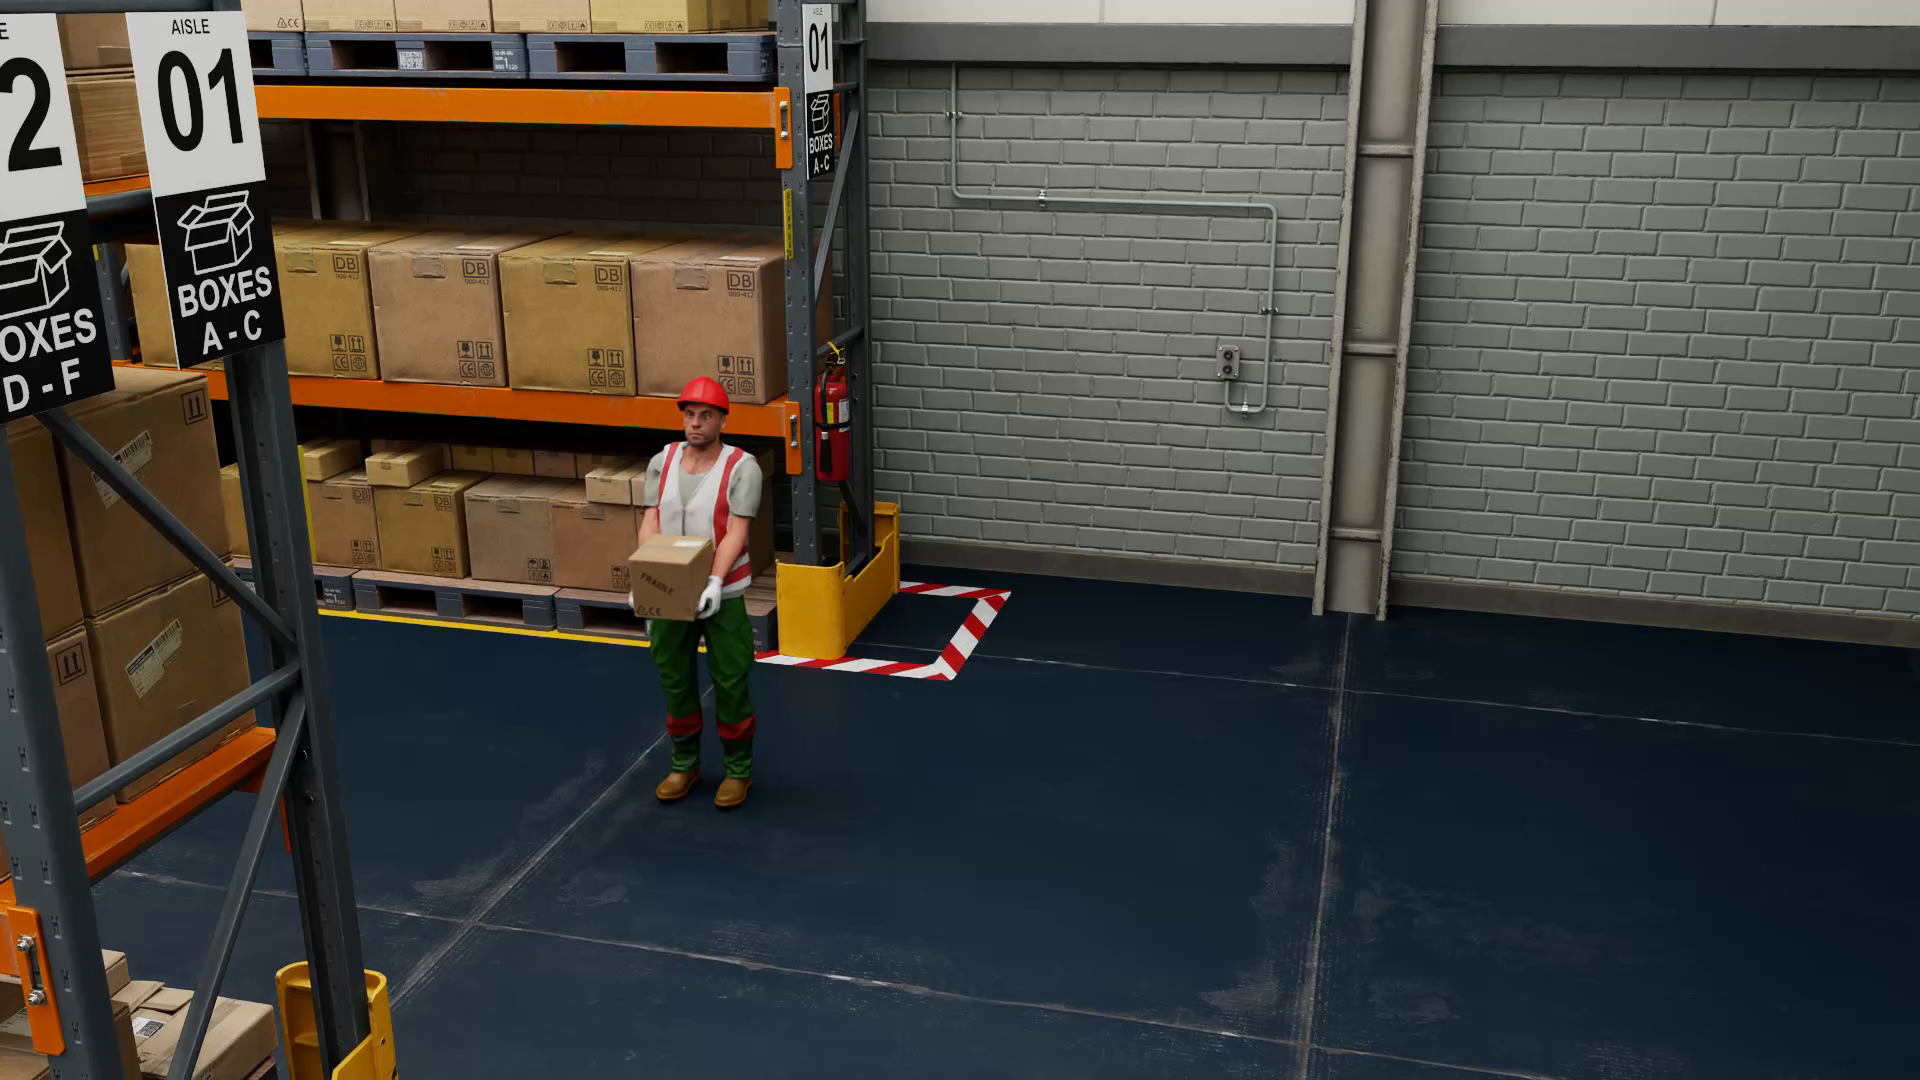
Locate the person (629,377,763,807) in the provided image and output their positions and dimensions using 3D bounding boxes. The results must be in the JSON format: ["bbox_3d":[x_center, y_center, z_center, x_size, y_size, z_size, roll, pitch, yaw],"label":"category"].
[{"bbox_3d":[-1.074,0.248,6.763,0.500,1.787,0.560,4,19,13],"label":"person"}]
